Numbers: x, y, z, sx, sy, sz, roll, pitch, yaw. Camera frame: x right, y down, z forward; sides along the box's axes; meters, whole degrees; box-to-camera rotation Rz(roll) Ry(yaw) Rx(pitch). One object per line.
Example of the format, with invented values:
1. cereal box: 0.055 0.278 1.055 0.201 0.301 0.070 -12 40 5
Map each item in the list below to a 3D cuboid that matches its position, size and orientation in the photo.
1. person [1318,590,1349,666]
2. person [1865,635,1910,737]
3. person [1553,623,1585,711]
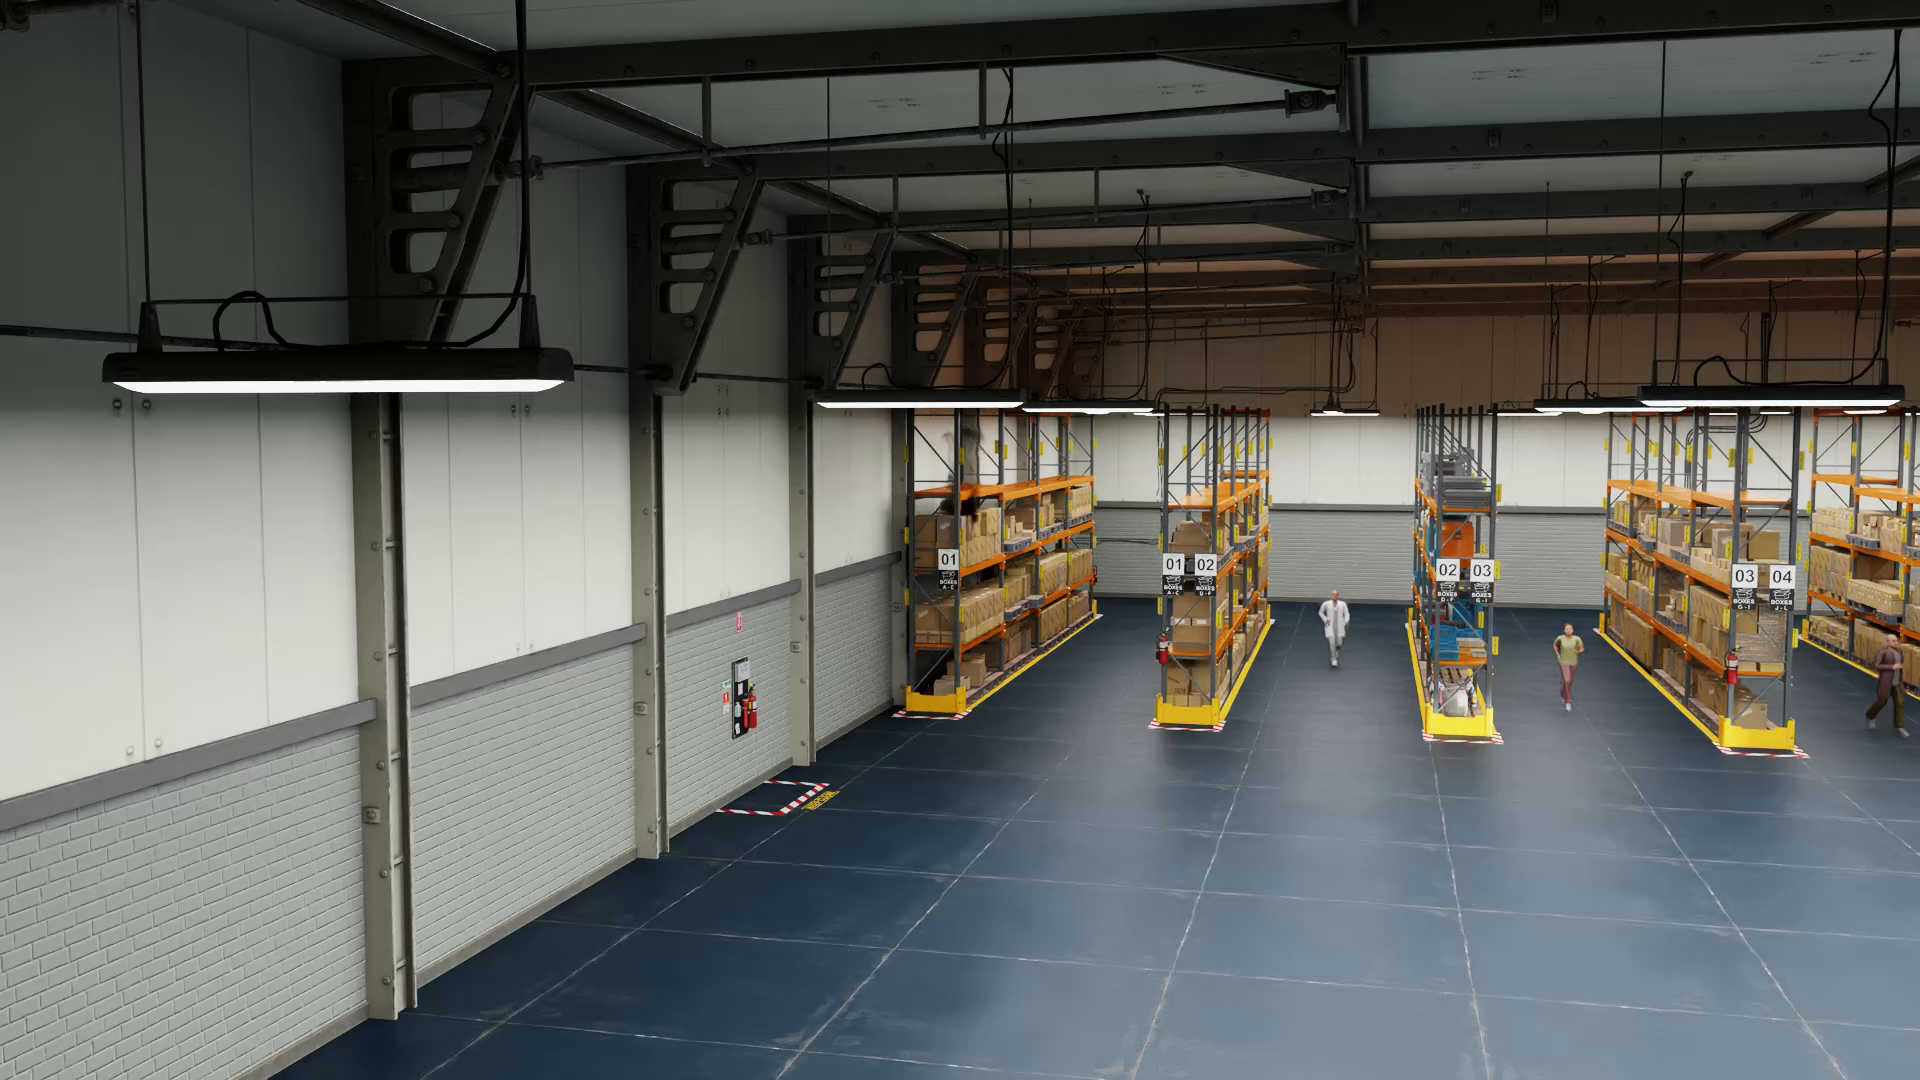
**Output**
1. person: 8.737 2.038 38.856 0.712 1.738 0.642 0 4 4
2. person: 16.865 2.608 30.208 0.709 1.798 1.009 -1 4 -8
3. person: 12.086 2.484 32.988 0.558 1.692 0.895 1 4 8
